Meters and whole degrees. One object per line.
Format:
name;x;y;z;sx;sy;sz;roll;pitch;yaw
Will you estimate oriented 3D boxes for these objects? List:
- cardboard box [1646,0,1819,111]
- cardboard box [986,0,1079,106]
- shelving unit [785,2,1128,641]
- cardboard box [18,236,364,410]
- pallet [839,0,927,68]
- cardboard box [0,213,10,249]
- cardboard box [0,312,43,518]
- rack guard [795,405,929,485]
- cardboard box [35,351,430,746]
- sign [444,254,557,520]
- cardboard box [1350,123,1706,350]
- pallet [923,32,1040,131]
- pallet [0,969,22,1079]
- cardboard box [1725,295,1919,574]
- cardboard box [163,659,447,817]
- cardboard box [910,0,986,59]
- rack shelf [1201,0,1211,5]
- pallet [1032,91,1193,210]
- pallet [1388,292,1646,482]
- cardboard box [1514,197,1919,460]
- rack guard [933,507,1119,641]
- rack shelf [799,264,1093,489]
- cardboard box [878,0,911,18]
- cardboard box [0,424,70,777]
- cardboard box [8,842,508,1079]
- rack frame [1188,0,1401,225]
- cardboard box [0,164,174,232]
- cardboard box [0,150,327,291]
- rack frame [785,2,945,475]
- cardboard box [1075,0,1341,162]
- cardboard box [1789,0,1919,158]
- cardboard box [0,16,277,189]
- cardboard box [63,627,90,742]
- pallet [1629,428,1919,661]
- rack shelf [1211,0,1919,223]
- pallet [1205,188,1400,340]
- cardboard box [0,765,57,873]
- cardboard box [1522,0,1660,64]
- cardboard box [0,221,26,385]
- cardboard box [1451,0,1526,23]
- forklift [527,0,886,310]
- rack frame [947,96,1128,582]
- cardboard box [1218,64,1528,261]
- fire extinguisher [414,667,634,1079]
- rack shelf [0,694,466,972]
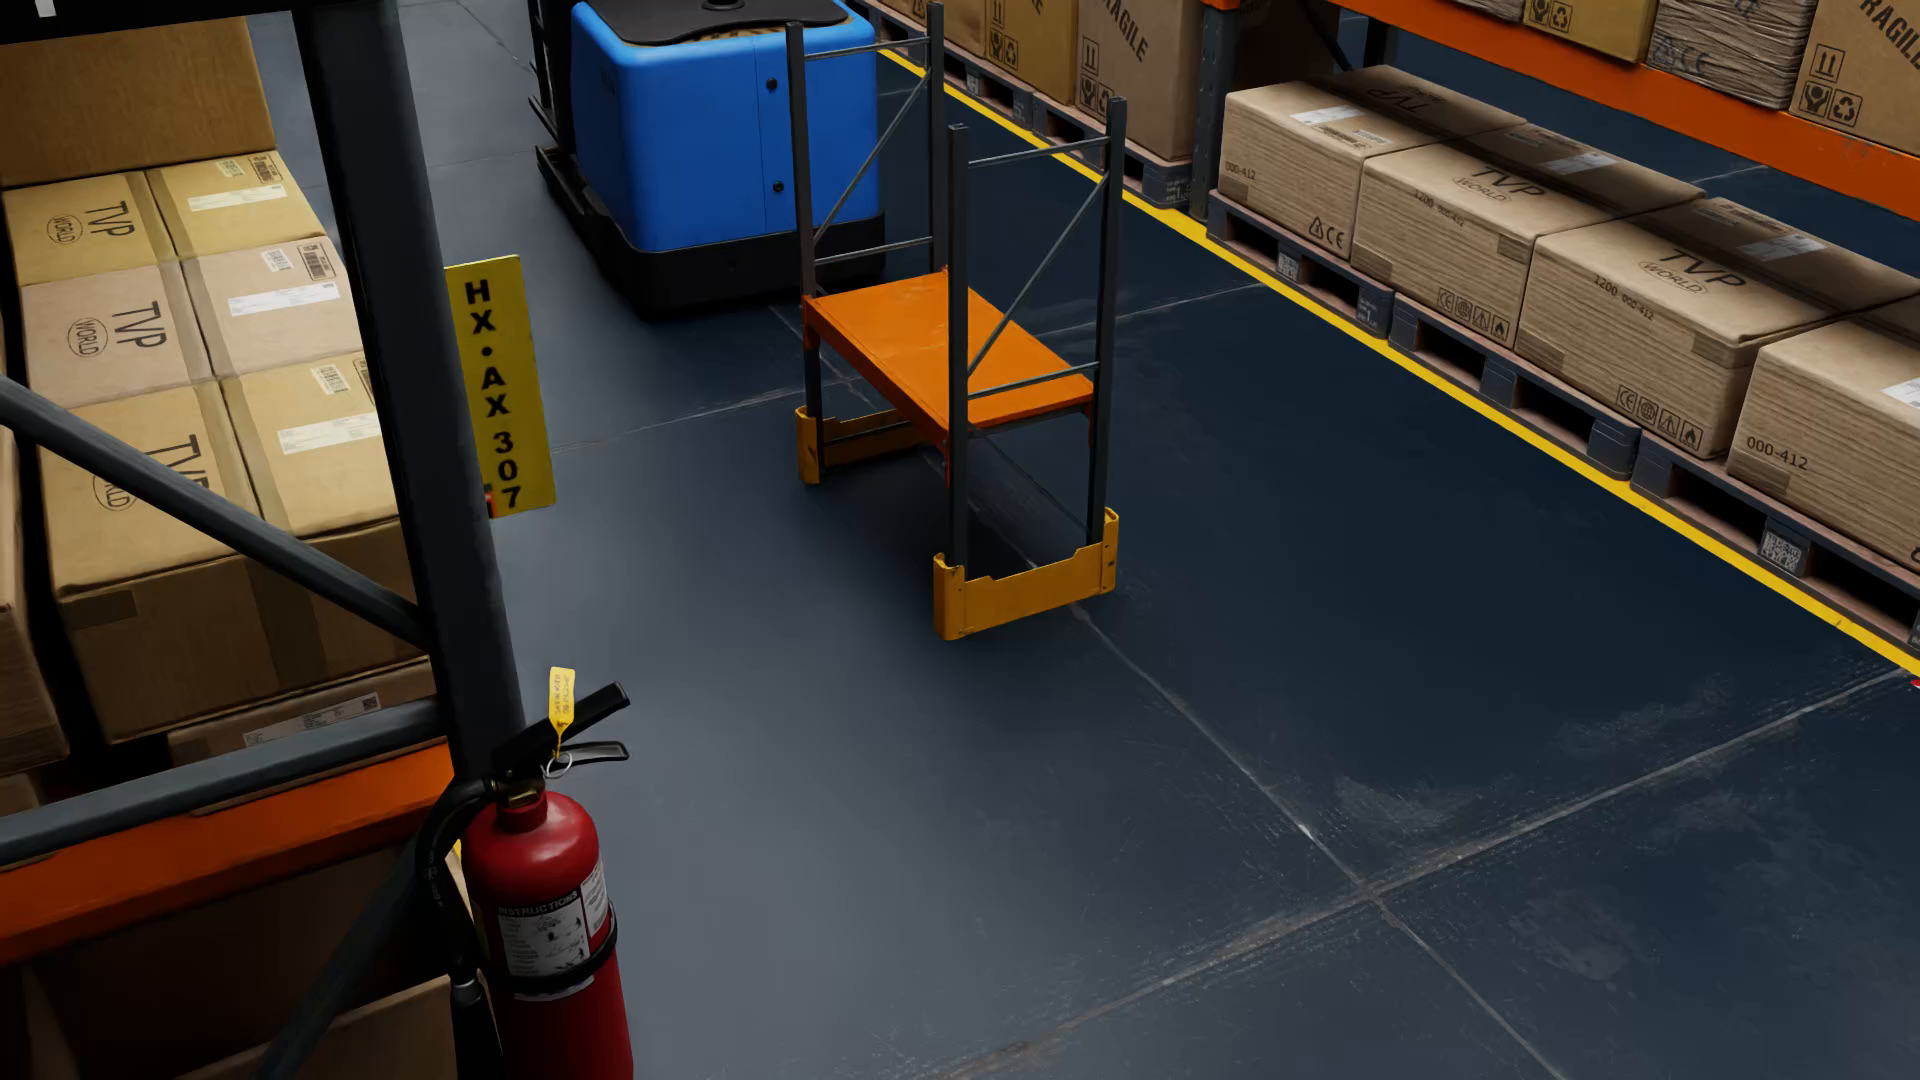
cardboard box;2.442;-1.612;4.893;0.500;0.500;0.500;-15;36;-22
cardboard box;0.717;-2.816;8.445;0.875;0.875;0.875;-15;36;-22
shelving unit;-0.036;-0.668;4.902;0.587;1.500;1.083;-16;36;-23
cardboard box;-1.228;-0.257;2.733;0.500;0.250;0.500;-15;36;-23
pallet;-0.059;-3.169;10.000;1.003;0.211;1.213;-16;36;-23
cardboard box;-2.178;-0.618;3.298;0.500;0.250;0.500;-16;36;-23
cardboard box;-1.708;-0.131;2.537;0.500;0.250;0.500;-16;36;-23
rack guard;-0.268;-0.379;5.610;0.587;0.250;0.087;-16;36;-23
cardboard box;-0.992;-0.016;2.358;0.500;0.250;0.500;-16;36;-23
sign;-0.539;-0.171;1.934;0.100;0.325;0.005;-16;36;-23
cardboard box;2.121;-1.173;6.287;0.875;0.438;0.875;-17;36;-24
pallet;0.506;-2.587;9.092;1.003;0.211;1.213;-16;36;-23
pallet;-1.427;1.088;3.356;1.003;0.211;1.213;-16;36;-23
cardboard box;2.974;-0.308;4.936;0.875;0.438;0.875;-17;36;-25
cardboard box;-0.930;0.210;2.374;0.380;0.149;0.250;-16;36;-23
cardboard box;0.301;-3.243;9.111;0.875;0.875;0.875;-15;36;-23
rack shelf;0.573;-3.481;8.569;1.077;0.370;4.000;-16;36;-23
pallet;1.079;-2.004;8.183;1.003;0.211;1.213;-16;36;-23
pallet;2.363;-0.689;6.130;1.003;0.211;1.213;-16;36;-23
cardboard box;2.540;-0.743;5.614;0.875;0.438;0.875;-15;36;-22
rack guard;0.197;0.096;4.868;0.587;0.250;0.087;-16;36;-23
rack shelf;-0.040;-0.521;5.006;0.538;0.185;1.000;-16;36;-23
cardboard box;-0.111;-3.670;9.777;0.875;0.875;0.875;-16;36;-24
cardboard box;-1.468;0.115;2.153;0.500;0.250;0.500;-15;36;-22
cardboard box;-1.221;0.889;3.007;0.797;0.503;0.637;-17;37;-25
rack frame;1.505;-2.829;6.885;1.000;3.000;0.127;-16;36;-23
cardboard box;-1.724;-0.737;3.482;0.500;0.250;0.500;-17;36;-24
cardboard box;-1.467;-0.498;3.110;0.500;0.250;0.500;-17;36;-24
rack frame;-0.277;-0.915;5.288;0.500;1.500;0.032;-16;36;-23
cardboard box;1.145;-2.387;7.775;0.875;0.875;0.875;-15;35;-22
cardboard box;2.690;-1.369;4.514;0.500;0.500;0.500;-17;36;-24
cardboard box;-1.692;-1.048;3.273;0.500;0.500;0.500;-15;36;-22
cardboard box;-1.475;0.209;2.377;0.380;0.149;0.250;-15;35;-22
pallet;2.928;-0.108;5.223;1.003;0.211;1.213;-16;36;-23
rack shelf;2.438;-1.572;5.589;1.077;0.370;4.000;-16;36;-23
pallet;1.791;-1.272;7.040;1.003;0.211;1.213;-16;36;-23
cardboard box;-1.411;0.345;2.163;0.380;0.149;0.250;-16;36;-24
cardboard box;2.190;-1.855;5.273;0.500;0.500;0.500;-15;35;-22
cardboard box;-1.935;-0.369;2.908;0.500;0.250;0.500;-15;35;-22
cardboard box;1.950;-2.101;5.656;0.500;0.500;0.500;-16;36;-23
forklift;-1.361;-2.921;7.092;1.130;2.935;3.031;-13;35;-20
rack frame;0.197;-0.430;4.530;0.500;1.500;0.032;-16;36;-23
cardboard box;1.703;-1.600;6.953;0.875;0.438;0.875;-16;36;-24
fire extinguisher;-0.542;0.474;2.147;0.296;0.674;0.183;-16;36;-23
rack shelf;-1.952;-0.321;3.638;1.077;0.370;4.000;-16;36;-23
